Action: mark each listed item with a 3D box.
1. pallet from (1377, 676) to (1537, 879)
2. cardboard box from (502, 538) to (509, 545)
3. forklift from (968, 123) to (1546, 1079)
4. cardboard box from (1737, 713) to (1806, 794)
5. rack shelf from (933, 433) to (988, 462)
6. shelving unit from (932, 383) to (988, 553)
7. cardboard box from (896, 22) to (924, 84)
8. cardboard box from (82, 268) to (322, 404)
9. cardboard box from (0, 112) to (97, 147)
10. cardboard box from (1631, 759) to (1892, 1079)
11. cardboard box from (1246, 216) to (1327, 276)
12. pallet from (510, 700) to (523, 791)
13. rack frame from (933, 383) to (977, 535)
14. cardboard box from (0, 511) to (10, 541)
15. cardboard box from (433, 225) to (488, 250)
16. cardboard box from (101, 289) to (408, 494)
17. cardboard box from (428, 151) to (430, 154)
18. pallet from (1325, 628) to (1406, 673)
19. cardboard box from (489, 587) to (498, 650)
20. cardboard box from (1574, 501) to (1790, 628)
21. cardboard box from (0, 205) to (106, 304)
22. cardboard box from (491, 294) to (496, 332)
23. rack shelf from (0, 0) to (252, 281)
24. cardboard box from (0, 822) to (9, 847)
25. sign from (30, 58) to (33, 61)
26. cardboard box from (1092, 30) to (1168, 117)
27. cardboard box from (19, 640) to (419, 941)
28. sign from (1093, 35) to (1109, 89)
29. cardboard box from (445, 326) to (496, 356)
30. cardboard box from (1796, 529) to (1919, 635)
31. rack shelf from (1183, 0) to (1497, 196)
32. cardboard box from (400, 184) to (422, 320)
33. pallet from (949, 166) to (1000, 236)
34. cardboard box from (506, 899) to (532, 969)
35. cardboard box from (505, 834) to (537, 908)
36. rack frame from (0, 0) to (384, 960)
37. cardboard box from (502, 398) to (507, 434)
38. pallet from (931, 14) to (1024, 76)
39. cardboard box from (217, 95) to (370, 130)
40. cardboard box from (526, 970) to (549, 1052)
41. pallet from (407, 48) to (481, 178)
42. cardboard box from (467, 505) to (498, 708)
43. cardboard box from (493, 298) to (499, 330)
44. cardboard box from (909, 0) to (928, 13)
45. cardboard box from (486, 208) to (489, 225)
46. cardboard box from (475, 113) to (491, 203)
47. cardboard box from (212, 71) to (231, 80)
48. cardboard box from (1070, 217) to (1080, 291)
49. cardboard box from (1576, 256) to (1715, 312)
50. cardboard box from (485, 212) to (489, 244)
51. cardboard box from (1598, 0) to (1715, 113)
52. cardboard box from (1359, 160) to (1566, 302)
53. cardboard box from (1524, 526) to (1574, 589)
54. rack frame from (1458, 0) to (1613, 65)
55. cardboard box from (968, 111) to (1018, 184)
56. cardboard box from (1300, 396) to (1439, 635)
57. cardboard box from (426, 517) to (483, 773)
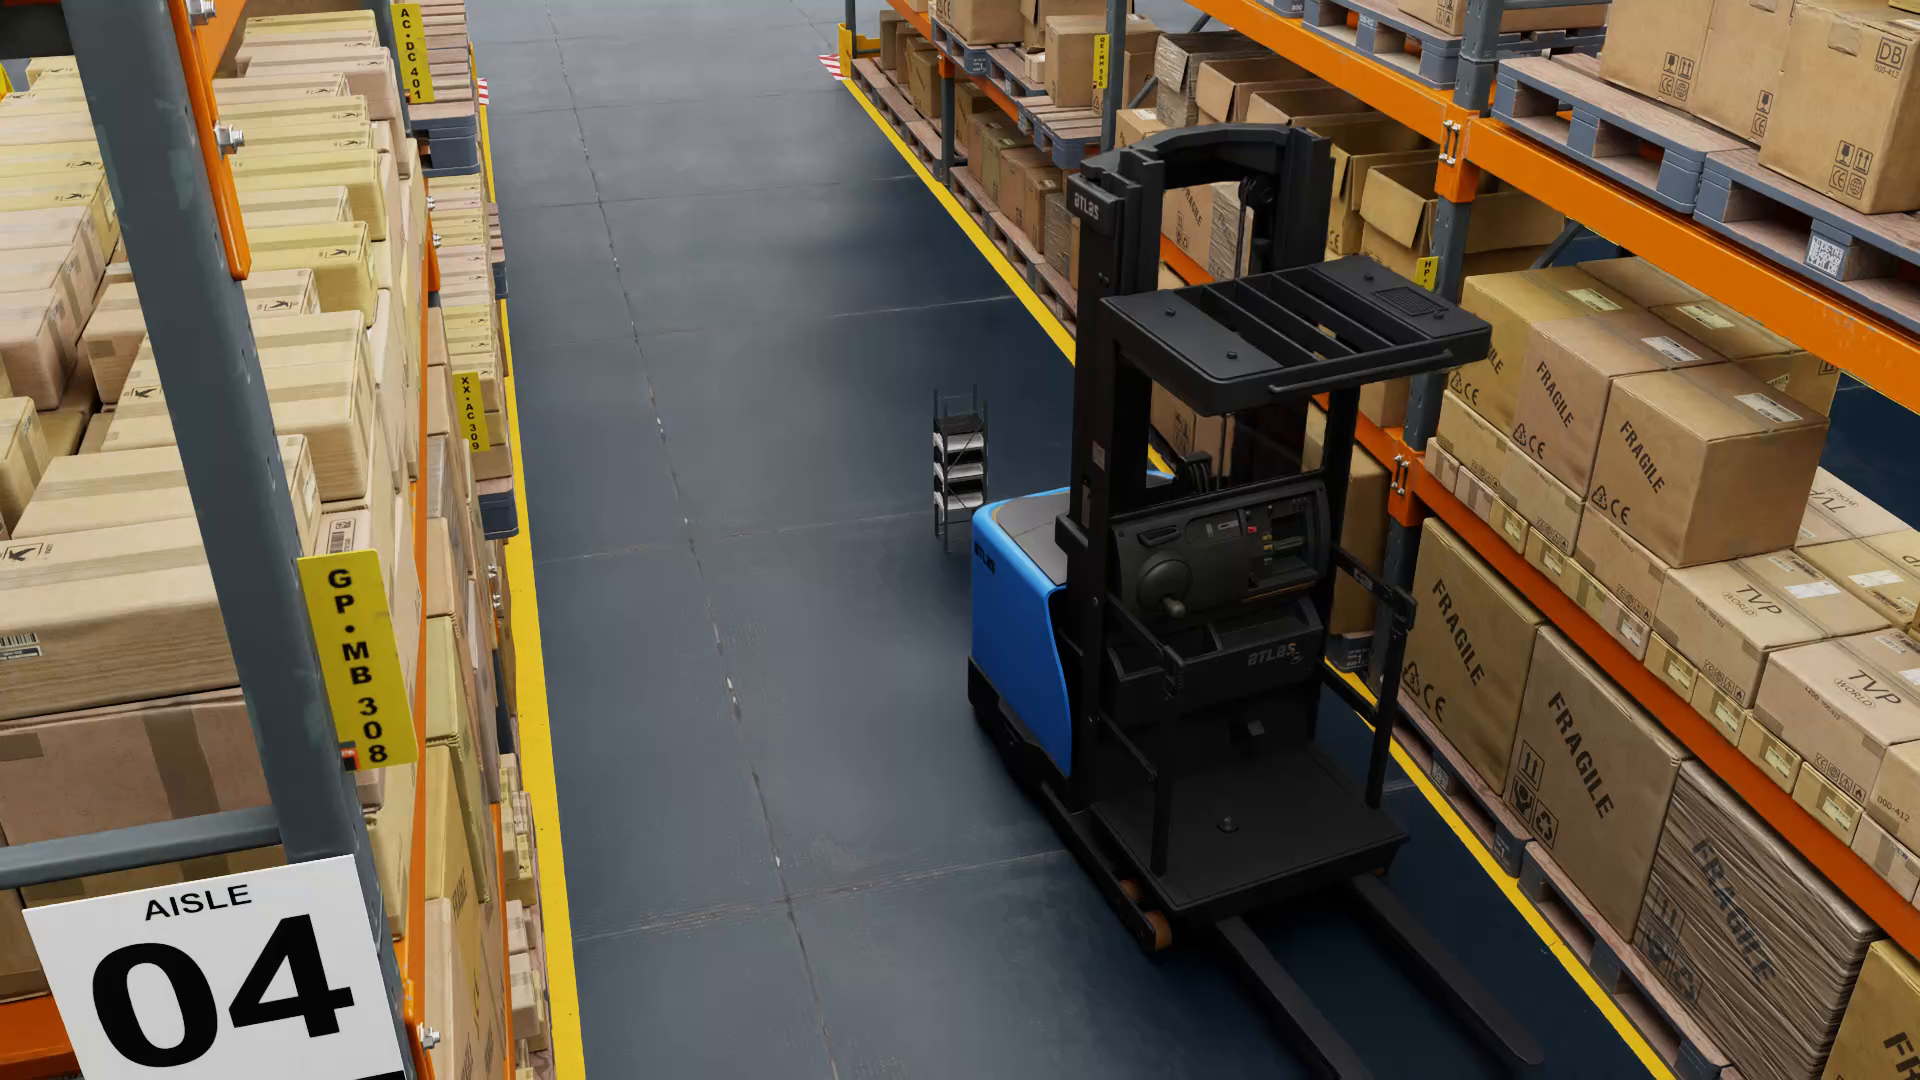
[{"bbox_3d":[2.585,0.949,7.400,1.003,0.211,1.213,-8,31,-13],"label":"pallet"},{"bbox_3d":[-2.696,-0.269,8.797,0.500,0.500,0.500,-9,31,-16],"label":"cardboard box"},{"bbox_3d":[1.096,0.088,6.171,1.130,2.935,3.031,-13,32,-21],"label":"forklift"},{"bbox_3d":[2.766,0.659,5.369,0.380,0.149,0.250,-8,31,-13],"label":"cardboard box"},{"bbox_3d":[0.002,-0.512,8.944,0.258,0.077,0.200,-8,31,-13],"label":"rack shelf"},{"bbox_3d":[0.002,-0.386,9.018,0.258,0.900,0.210,-8,31,-13],"label":"shelving unit"},{"bbox_3d":[-0.386,-4.943,16.872,0.500,0.500,0.500,0,30,0],"label":"cardboard box"},{"bbox_3d":[-1.442,-0.396,3.198,0.380,0.149,0.250,-7,31,-12],"label":"cardboard box"},{"bbox_3d":[-2.232,-0.971,4.192,0.380,0.149,0.250,-9,31,-15],"label":"cardboard box"},{"bbox_3d":[3.031,1.296,5.718,0.875,0.875,0.875,-8,31,-13],"label":"cardboard box"},{"bbox_3d":[1.801,-1.360,8.505,0.500,0.500,0.500,-8,31,-14],"label":"cardboard box"},{"bbox_3d":[-2.559,0.806,7.646,1.003,0.211,1.213,-8,31,-13],"label":"pallet"},{"bbox_3d":[-0.025,-0.435,9.103,0.240,0.900,0.006,-8,31,-13],"label":"rack frame"},{"bbox_3d":[-1.652,0.034,2.455,0.380,0.149,0.250,-7,31,-13],"label":"cardboard box"},{"bbox_3d":[-2.431,-1.361,7.844,0.380,0.149,0.250,-7,31,-12],"label":"cardboard box"},{"bbox_3d":[-1.417,-0.287,3.407,0.500,0.250,0.500,-7,31,-13],"label":"cardboard box"},{"bbox_3d":[-2.776,-1.990,8.931,0.380,0.149,0.250,-8,31,-14],"label":"cardboard box"},{"bbox_3d":[2.181,0.209,8.679,1.003,0.211,1.213,-8,31,-13],"label":"pallet"},{"bbox_3d":[-1.876,0.301,5.987,0.380,0.149,0.250,-9,31,-15],"label":"cardboard box"},{"bbox_3d":[2.600,0.053,6.017,0.500,0.250,0.500,-7,31,-12],"label":"cardboard box"},{"bbox_3d":[-2.048,-0.583,3.521,0.380,0.149,0.250,-9,31,-15],"label":"cardboard box"},{"bbox_3d":[-2.295,-0.983,7.489,0.380,0.149,0.250,-7,31,-11],"label":"cardboard box"},{"bbox_3d":[-1.820,-1.343,3.308,1.077,0.370,4.000,-8,31,-13],"label":"rack shelf"},{"bbox_3d":[-1.657,0.269,2.448,0.500,0.250,0.500,-9,31,-15],"label":"cardboard box"},{"bbox_3d":[-2.885,-1.642,5.188,0.100,0.325,0.005,-8,31,-13],"label":"sign"},{"bbox_3d":[1.215,-3.048,11.003,0.500,0.500,0.500,-12,32,-19],"label":"cardboard box"},{"bbox_3d":[-1.162,0.423,2.680,0.500,0.250,0.500,-7,31,-12],"label":"cardboard box"},{"bbox_3d":[0.876,-2.958,10.289,0.100,0.325,0.005,-8,31,-13],"label":"sign"},{"bbox_3d":[-2.092,-0.741,6.773,0.380,0.149,0.250,-7,31,-12],"label":"cardboard box"},{"bbox_3d":[3.235,0.220,5.728,0.500,0.250,0.500,-8,31,-14],"label":"cardboard box"},{"bbox_3d":[1.927,-2.588,8.451,1.077,0.370,4.000,-8,31,-13],"label":"rack shelf"},{"bbox_3d":[-1.839,-0.814,4.818,0.500,0.250,0.500,-8,31,-13],"label":"cardboard box"},{"bbox_3d":[0.543,-2.917,14.078,1.003,0.211,1.213,-8,31,-13],"label":"pallet"},{"bbox_3d":[-1.672,1.399,5.672,0.380,0.149,0.250,-9,31,-16],"label":"cardboard box"},{"bbox_3d":[-1.789,1.265,6.201,0.380,0.149,0.250,-9,31,-15],"label":"cardboard box"},{"bbox_3d":[-1.289,-0.689,1.458,1.000,3.000,0.127,-8,31,-13],"label":"rack frame"},{"bbox_3d":[-2.091,-0.482,6.921,0.380,0.149,0.250,-7,31,-12],"label":"cardboard box"},{"bbox_3d":[0.397,-4.028,13.406,1.003,0.211,1.213,-8,31,-13],"label":"pallet"},{"bbox_3d":[-1.720,-1.030,4.293,0.380,0.149,0.250,-9,31,-15],"label":"cardboard box"},{"bbox_3d":[-1.643,1.671,5.795,0.380,0.149,0.250,-8,31,-13],"label":"cardboard box"},{"bbox_3d":[-2.412,-1.554,6.134,1.213,0.211,1.003,-8,31,-13],"label":"pallet"},{"bbox_3d":[-1.813,0.250,5.427,0.500,0.500,0.500,-9,31,-15],"label":"cardboard box"},{"bbox_3d":[-2.427,-1.101,7.990,0.380,0.149,0.250,-9,31,-16],"label":"cardboard box"},{"bbox_3d":[-0.245,-4.812,14.820,0.380,0.149,0.250,-8,31,-13],"label":"cardboard box"},{"bbox_3d":[-2.774,-1.732,9.080,0.380,0.149,0.250,-8,31,-13],"label":"cardboard box"},{"bbox_3d":[-4.223,-2.809,12.935,1.050,0.750,0.750,-8,31,-14],"label":"cardboard box"},{"bbox_3d":[-2.454,-1.210,5.003,0.500,0.250,0.500,-7,31,-12],"label":"cardboard box"},{"bbox_3d":[1.199,-1.997,11.762,0.700,0.500,0.500,-9,31,-16],"label":"cardboard box"},{"bbox_3d":[2.838,-0.837,6.807,0.500,0.500,0.500,-7,31,-12],"label":"cardboard box"},{"bbox_3d":[-2.632,-1.604,8.562,0.380,0.149,0.250,-8,31,-13],"label":"cardboard box"},{"bbox_3d":[2.724,-1.832,5.808,0.700,0.500,0.500,-10,31,-16],"label":"cardboard box"},{"bbox_3d":[2.281,-1.420,7.608,0.797,0.503,0.637,-9,31,-15],"label":"cardboard box"},{"bbox_3d":[2.428,0.041,6.435,0.380,0.149,0.250,-9,31,-15],"label":"cardboard box"},{"bbox_3d":[2.458,-3.232,5.851,1.000,3.000,0.127,-8,31,-13],"label":"rack frame"},{"bbox_3d":[0.477,-3.308,14.028,0.700,0.500,0.500,-10,32,-17],"label":"cardboard box"},{"bbox_3d":[2.269,-0.204,8.310,1.225,0.875,0.875,-8,31,-13],"label":"cardboard box"},{"bbox_3d":[-1.548,0.308,4.330,0.500,0.500,0.500,-9,31,-15],"label":"cardboard box"}]
